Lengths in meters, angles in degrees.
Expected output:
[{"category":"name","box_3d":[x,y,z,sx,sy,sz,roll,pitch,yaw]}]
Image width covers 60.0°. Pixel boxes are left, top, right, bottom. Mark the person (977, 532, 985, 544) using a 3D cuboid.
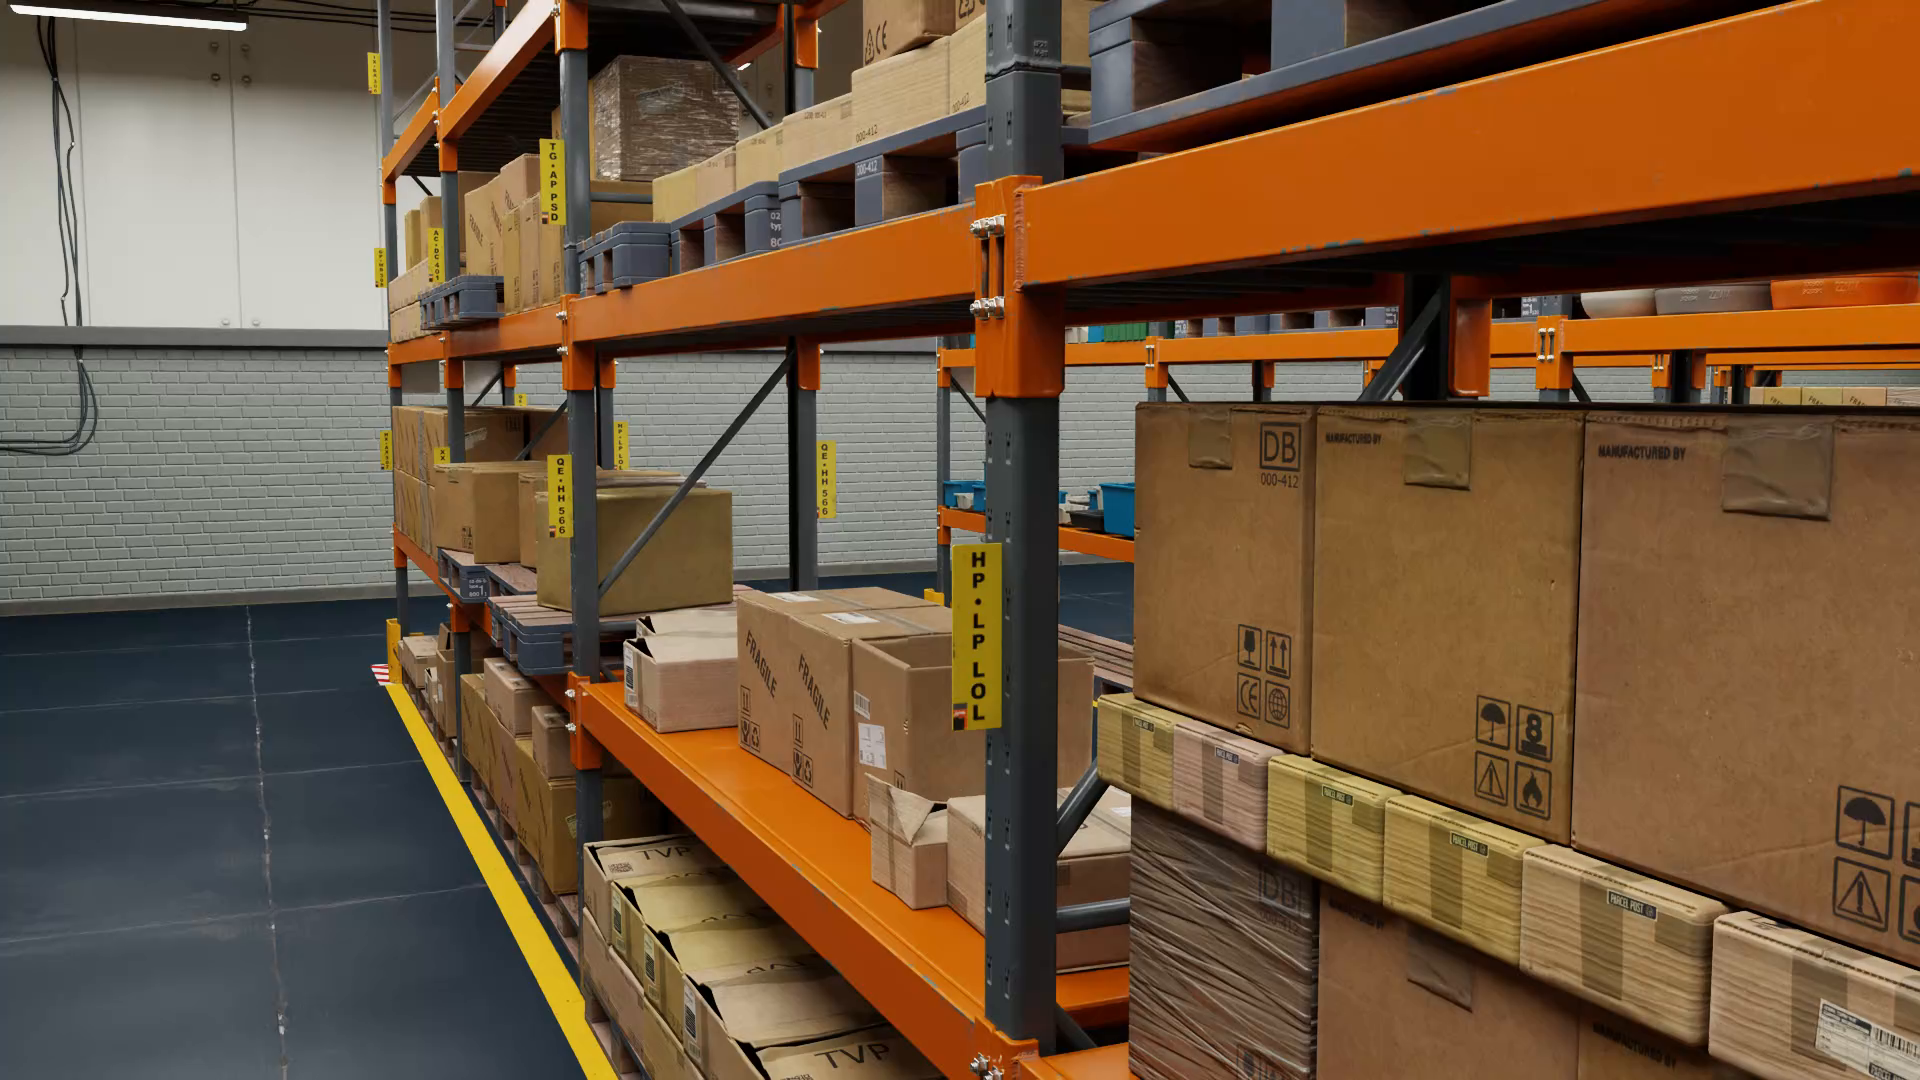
[{"category":"person","box_3d":[0.530,-0.046,18.748,0.682,1.572,0.584,-2,6,-23]}]
